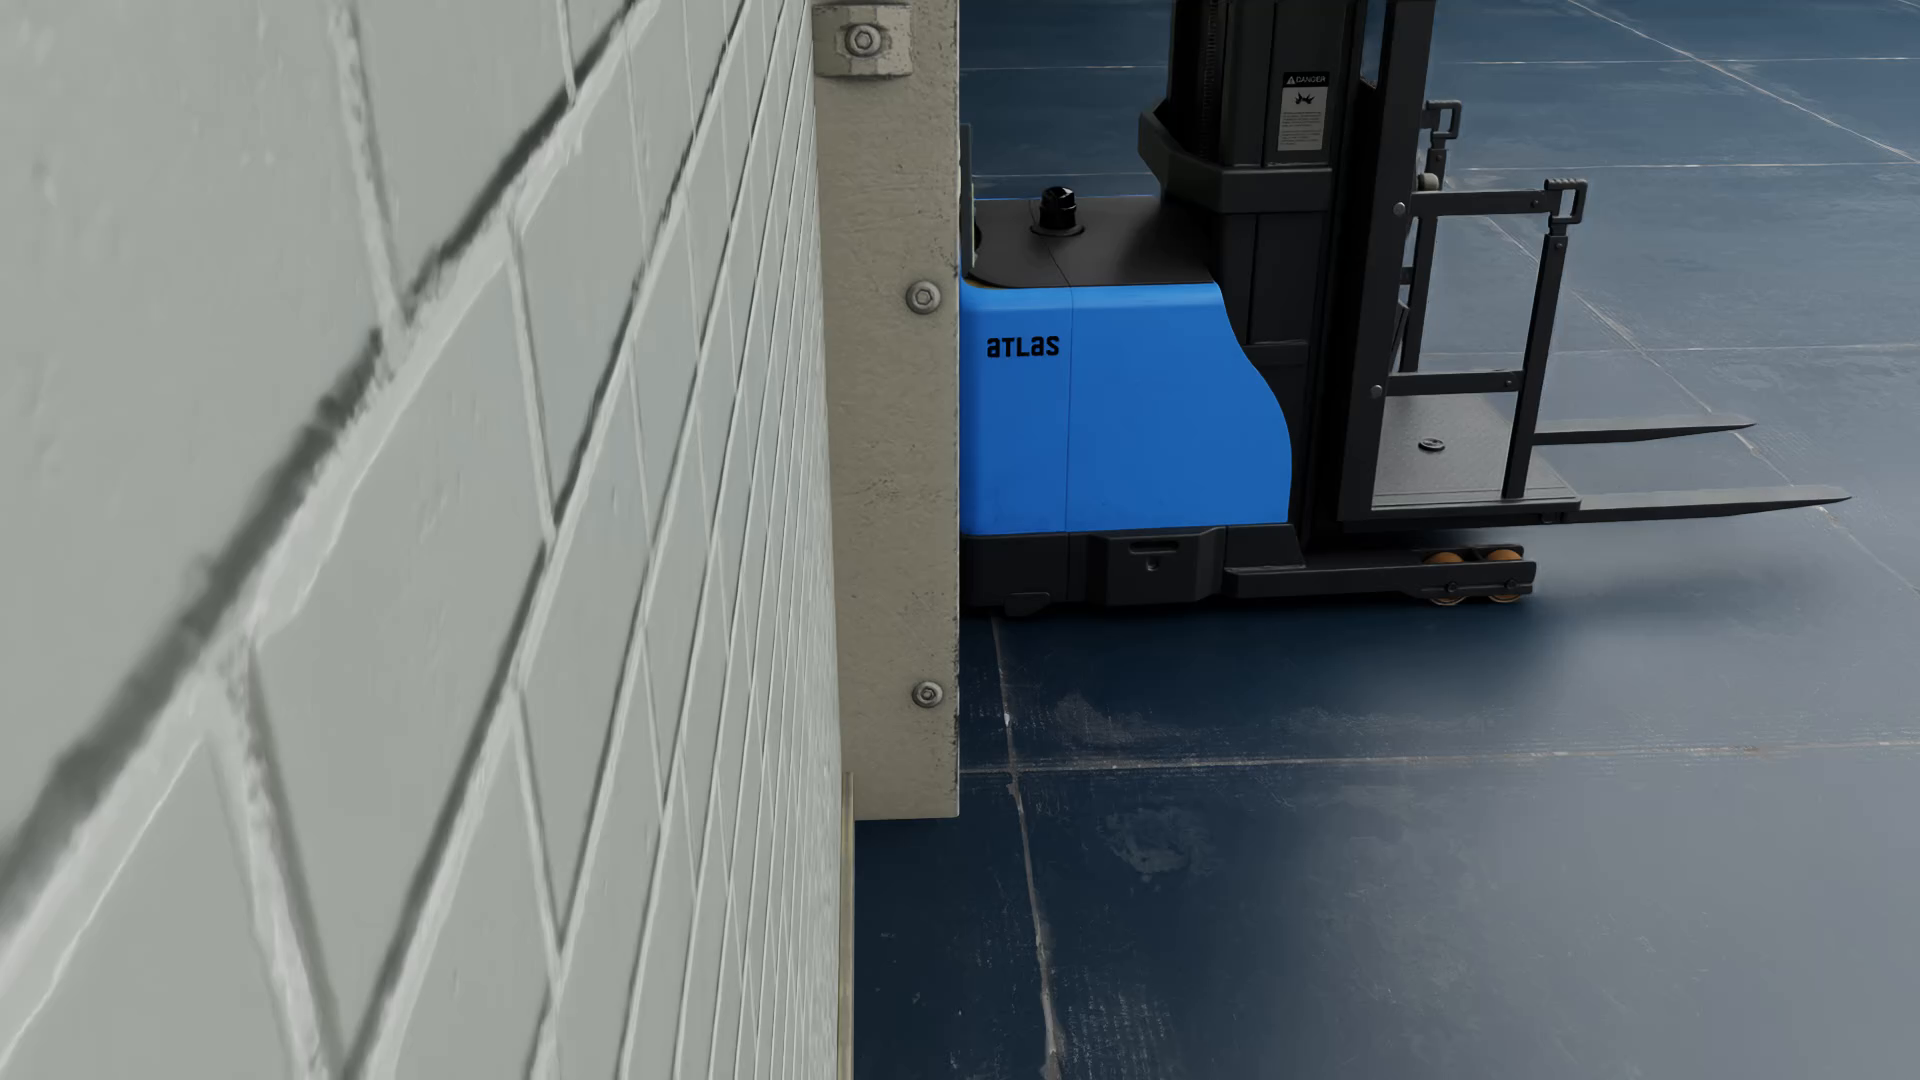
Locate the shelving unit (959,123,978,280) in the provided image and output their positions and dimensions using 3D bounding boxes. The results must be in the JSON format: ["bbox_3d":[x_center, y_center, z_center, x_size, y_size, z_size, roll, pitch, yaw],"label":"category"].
[{"bbox_3d":[-0.180,-0.668,5.331,0.431,1.500,0.755,-3,28,-3],"label":"shelving unit"}]

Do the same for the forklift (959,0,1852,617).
[{"bbox_3d":[1.413,-1.332,5.090,3.031,2.935,1.130,-3,28,-5],"label":"forklift"}]

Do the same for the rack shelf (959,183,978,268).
[{"bbox_3d":[-0.188,-1.012,5.146,0.431,0.370,0.720,-3,28,-3],"label":"rack shelf"}]

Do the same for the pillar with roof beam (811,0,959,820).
[{"bbox_3d":[4.132,-3.462,2.612,9.100,9.000,0.400,-1,28,-3],"label":"pillar with roof beam"}]

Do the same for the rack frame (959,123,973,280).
[{"bbox_3d":[-0.155,-0.496,5.009,0.400,1.500,0.023,-3,28,-3],"label":"rack frame"}]
